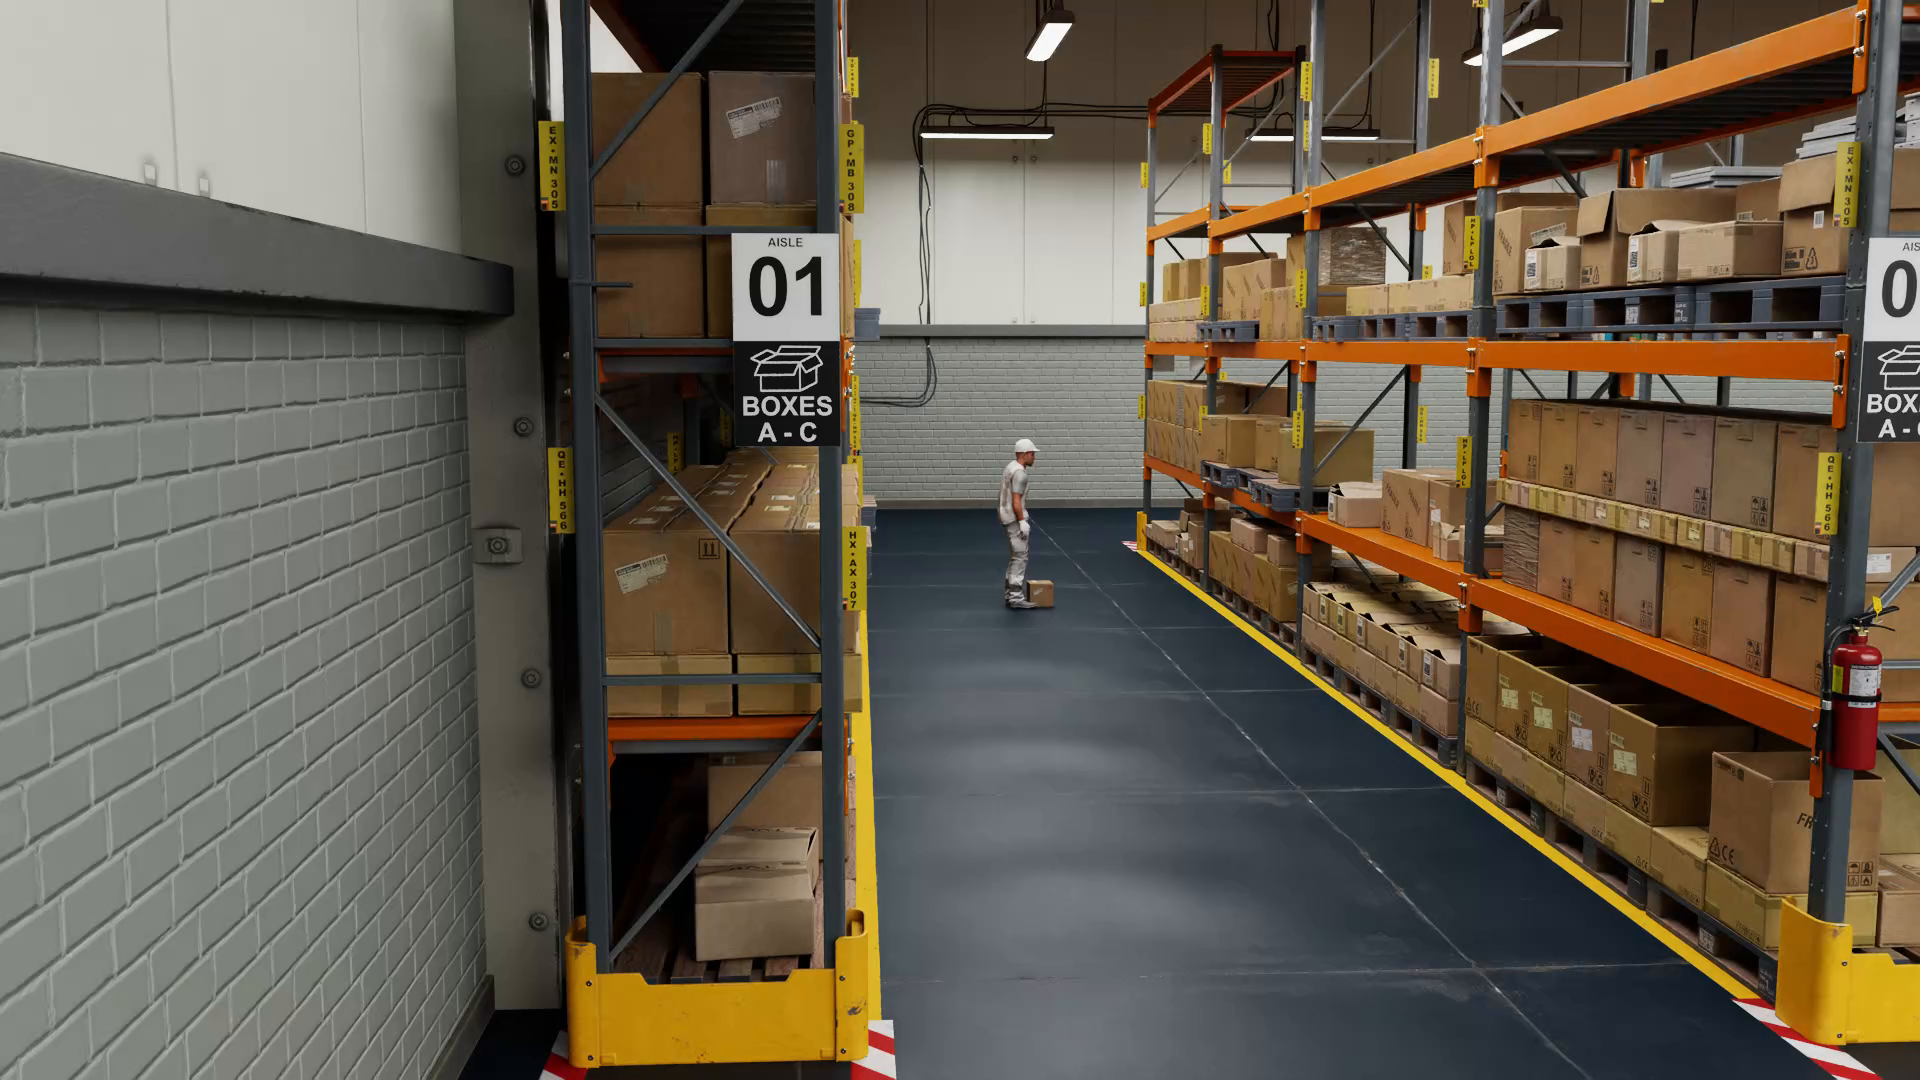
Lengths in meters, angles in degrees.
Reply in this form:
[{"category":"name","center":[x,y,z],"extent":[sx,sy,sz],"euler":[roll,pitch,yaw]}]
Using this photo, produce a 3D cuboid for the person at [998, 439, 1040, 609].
[{"category":"person","center":[0.631,-0.180,17.694],"extent":[0.449,1.780,0.607],"euler":[0,7,-4]}]
